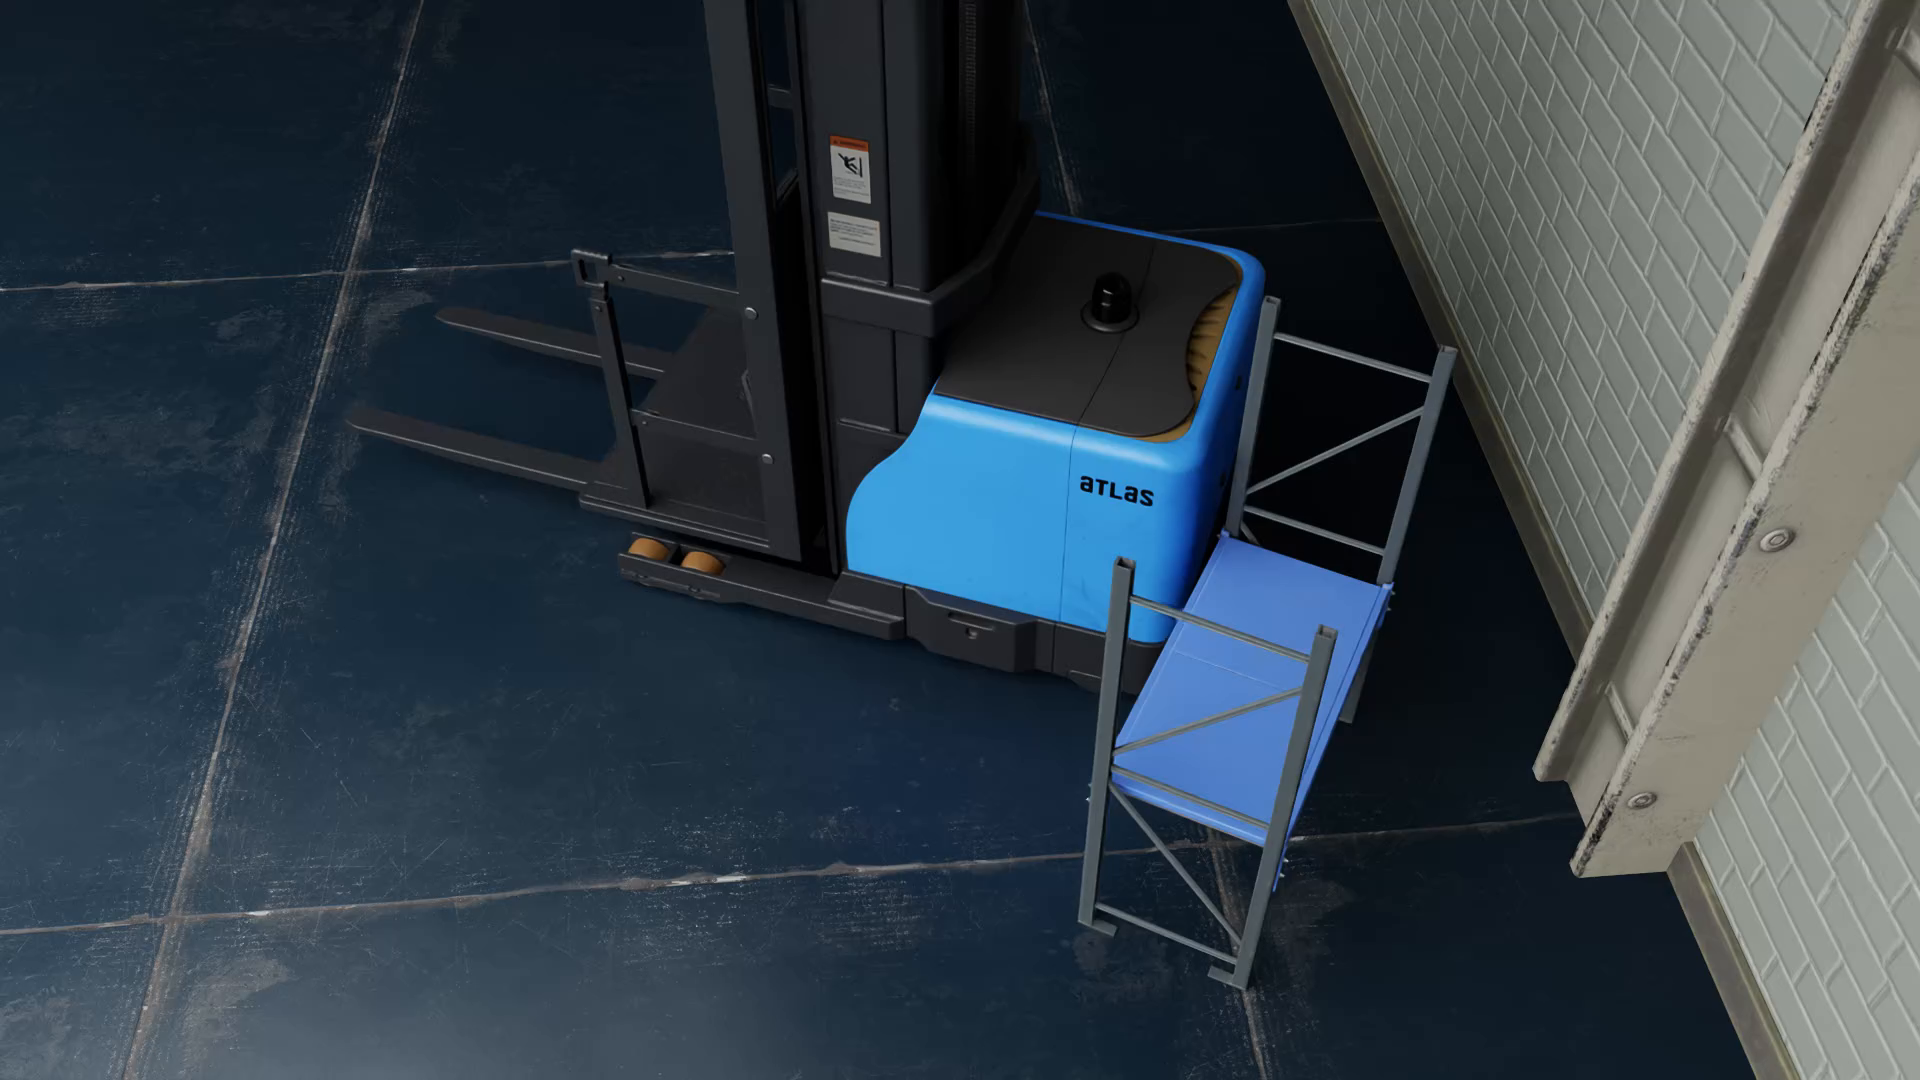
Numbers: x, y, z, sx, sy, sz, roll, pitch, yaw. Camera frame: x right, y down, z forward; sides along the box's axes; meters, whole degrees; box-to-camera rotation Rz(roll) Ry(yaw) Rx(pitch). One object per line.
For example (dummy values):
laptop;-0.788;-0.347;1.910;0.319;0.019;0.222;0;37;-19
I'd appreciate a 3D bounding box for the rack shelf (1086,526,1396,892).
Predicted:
rack shelf;0.787;0.429;4.558;0.538;0.185;1.000;19;50;17

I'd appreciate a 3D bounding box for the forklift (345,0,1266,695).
forklift;-0.622;-1.158;4.828;3.031;2.935;1.130;14;48;12

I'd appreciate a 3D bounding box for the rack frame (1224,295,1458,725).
rack frame;1.007;-0.027;4.743;0.500;1.500;0.032;19;50;17

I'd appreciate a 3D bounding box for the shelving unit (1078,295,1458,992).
shelving unit;0.787;0.305;4.428;0.538;1.500;1.048;19;50;17

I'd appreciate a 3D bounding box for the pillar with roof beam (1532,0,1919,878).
pillar with roof beam;-2.368;-2.007;1.452;9.100;9.000;0.400;-3;47;-3

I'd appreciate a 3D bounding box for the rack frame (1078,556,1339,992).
rack frame;0.566;0.638;4.113;0.500;1.500;0.032;19;50;17
